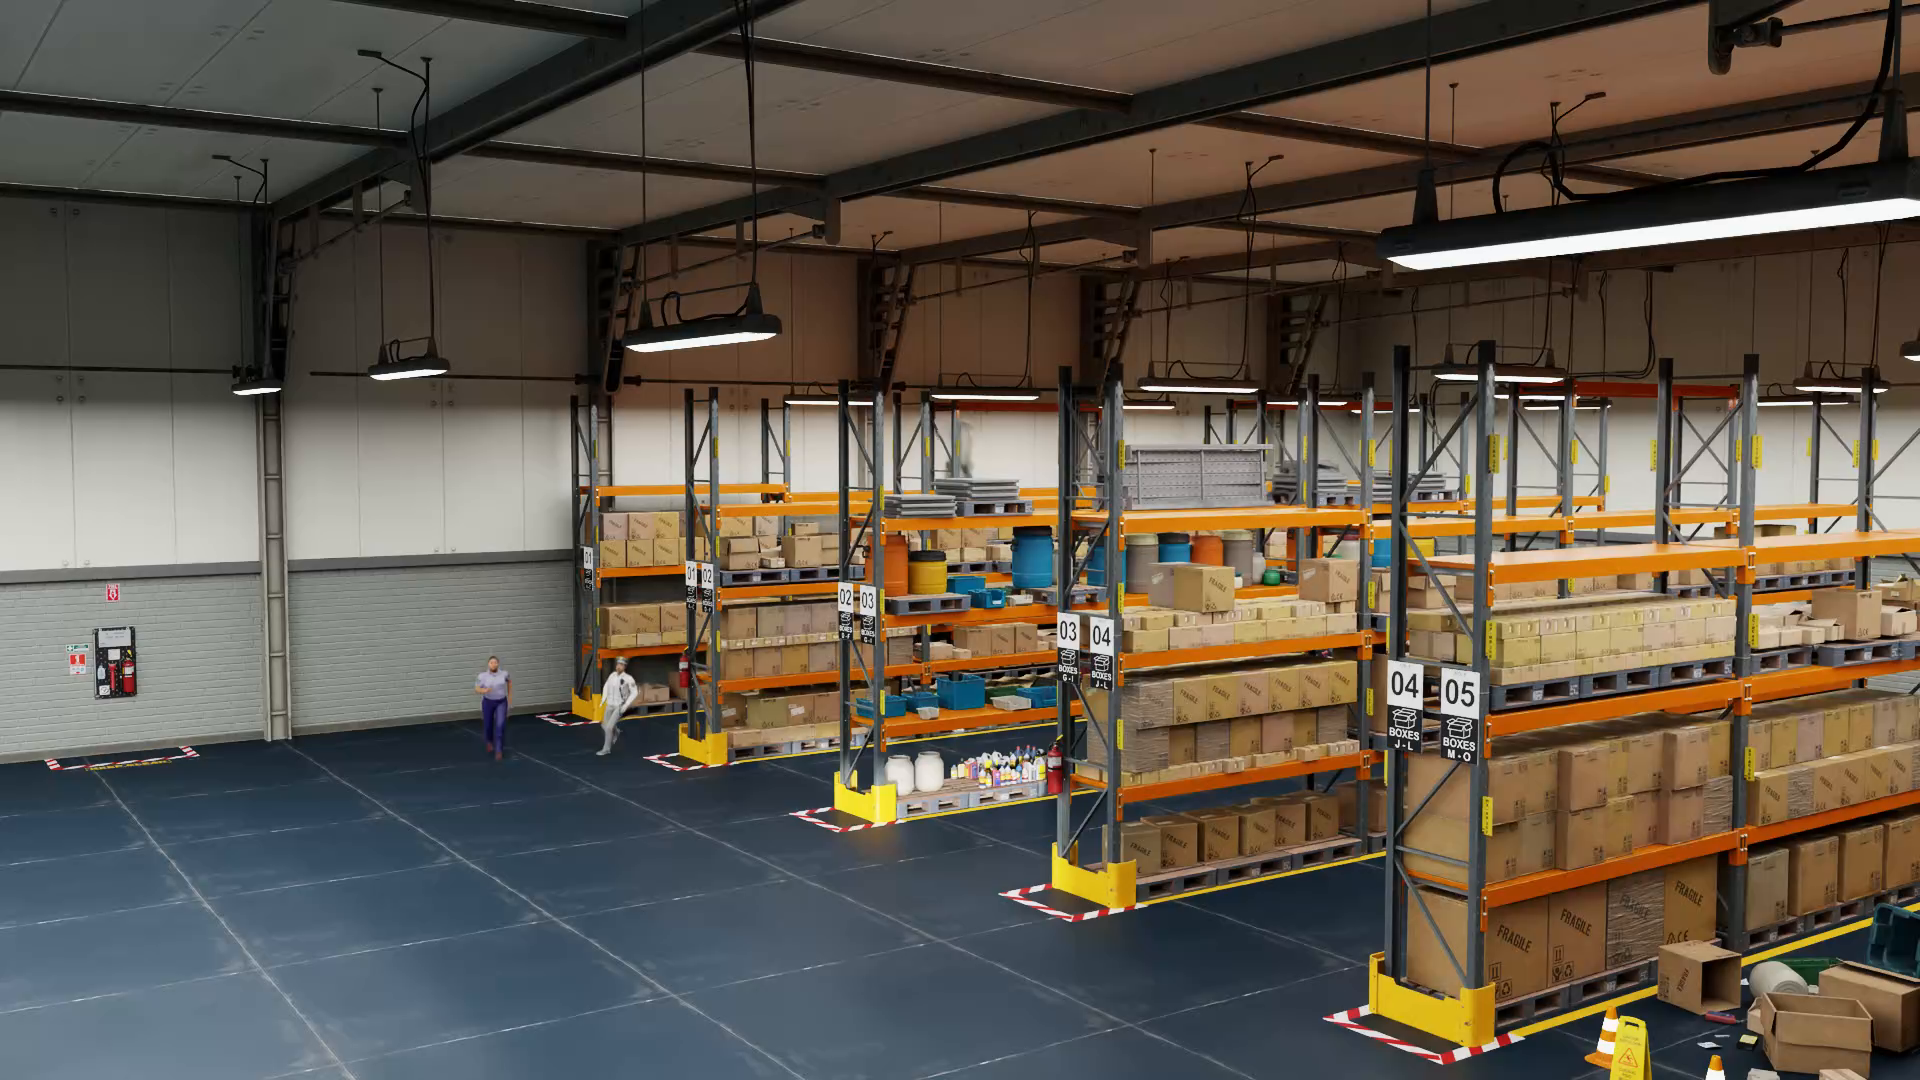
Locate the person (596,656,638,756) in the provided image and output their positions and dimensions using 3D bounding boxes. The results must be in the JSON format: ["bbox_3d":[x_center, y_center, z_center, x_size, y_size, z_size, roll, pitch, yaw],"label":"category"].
[{"bbox_3d":[-5.601,2.709,27.301,0.658,1.624,0.588,1,4,21],"label":"person"}]

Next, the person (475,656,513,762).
[{"bbox_3d":[-7.558,2.696,26.976,0.598,1.652,0.933,-1,4,-17],"label":"person"}]

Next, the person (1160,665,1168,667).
[{"bbox_3d":[3.348,2.535,28.935,0.932,1.766,0.669,-3,5,-42],"label":"person"}]
